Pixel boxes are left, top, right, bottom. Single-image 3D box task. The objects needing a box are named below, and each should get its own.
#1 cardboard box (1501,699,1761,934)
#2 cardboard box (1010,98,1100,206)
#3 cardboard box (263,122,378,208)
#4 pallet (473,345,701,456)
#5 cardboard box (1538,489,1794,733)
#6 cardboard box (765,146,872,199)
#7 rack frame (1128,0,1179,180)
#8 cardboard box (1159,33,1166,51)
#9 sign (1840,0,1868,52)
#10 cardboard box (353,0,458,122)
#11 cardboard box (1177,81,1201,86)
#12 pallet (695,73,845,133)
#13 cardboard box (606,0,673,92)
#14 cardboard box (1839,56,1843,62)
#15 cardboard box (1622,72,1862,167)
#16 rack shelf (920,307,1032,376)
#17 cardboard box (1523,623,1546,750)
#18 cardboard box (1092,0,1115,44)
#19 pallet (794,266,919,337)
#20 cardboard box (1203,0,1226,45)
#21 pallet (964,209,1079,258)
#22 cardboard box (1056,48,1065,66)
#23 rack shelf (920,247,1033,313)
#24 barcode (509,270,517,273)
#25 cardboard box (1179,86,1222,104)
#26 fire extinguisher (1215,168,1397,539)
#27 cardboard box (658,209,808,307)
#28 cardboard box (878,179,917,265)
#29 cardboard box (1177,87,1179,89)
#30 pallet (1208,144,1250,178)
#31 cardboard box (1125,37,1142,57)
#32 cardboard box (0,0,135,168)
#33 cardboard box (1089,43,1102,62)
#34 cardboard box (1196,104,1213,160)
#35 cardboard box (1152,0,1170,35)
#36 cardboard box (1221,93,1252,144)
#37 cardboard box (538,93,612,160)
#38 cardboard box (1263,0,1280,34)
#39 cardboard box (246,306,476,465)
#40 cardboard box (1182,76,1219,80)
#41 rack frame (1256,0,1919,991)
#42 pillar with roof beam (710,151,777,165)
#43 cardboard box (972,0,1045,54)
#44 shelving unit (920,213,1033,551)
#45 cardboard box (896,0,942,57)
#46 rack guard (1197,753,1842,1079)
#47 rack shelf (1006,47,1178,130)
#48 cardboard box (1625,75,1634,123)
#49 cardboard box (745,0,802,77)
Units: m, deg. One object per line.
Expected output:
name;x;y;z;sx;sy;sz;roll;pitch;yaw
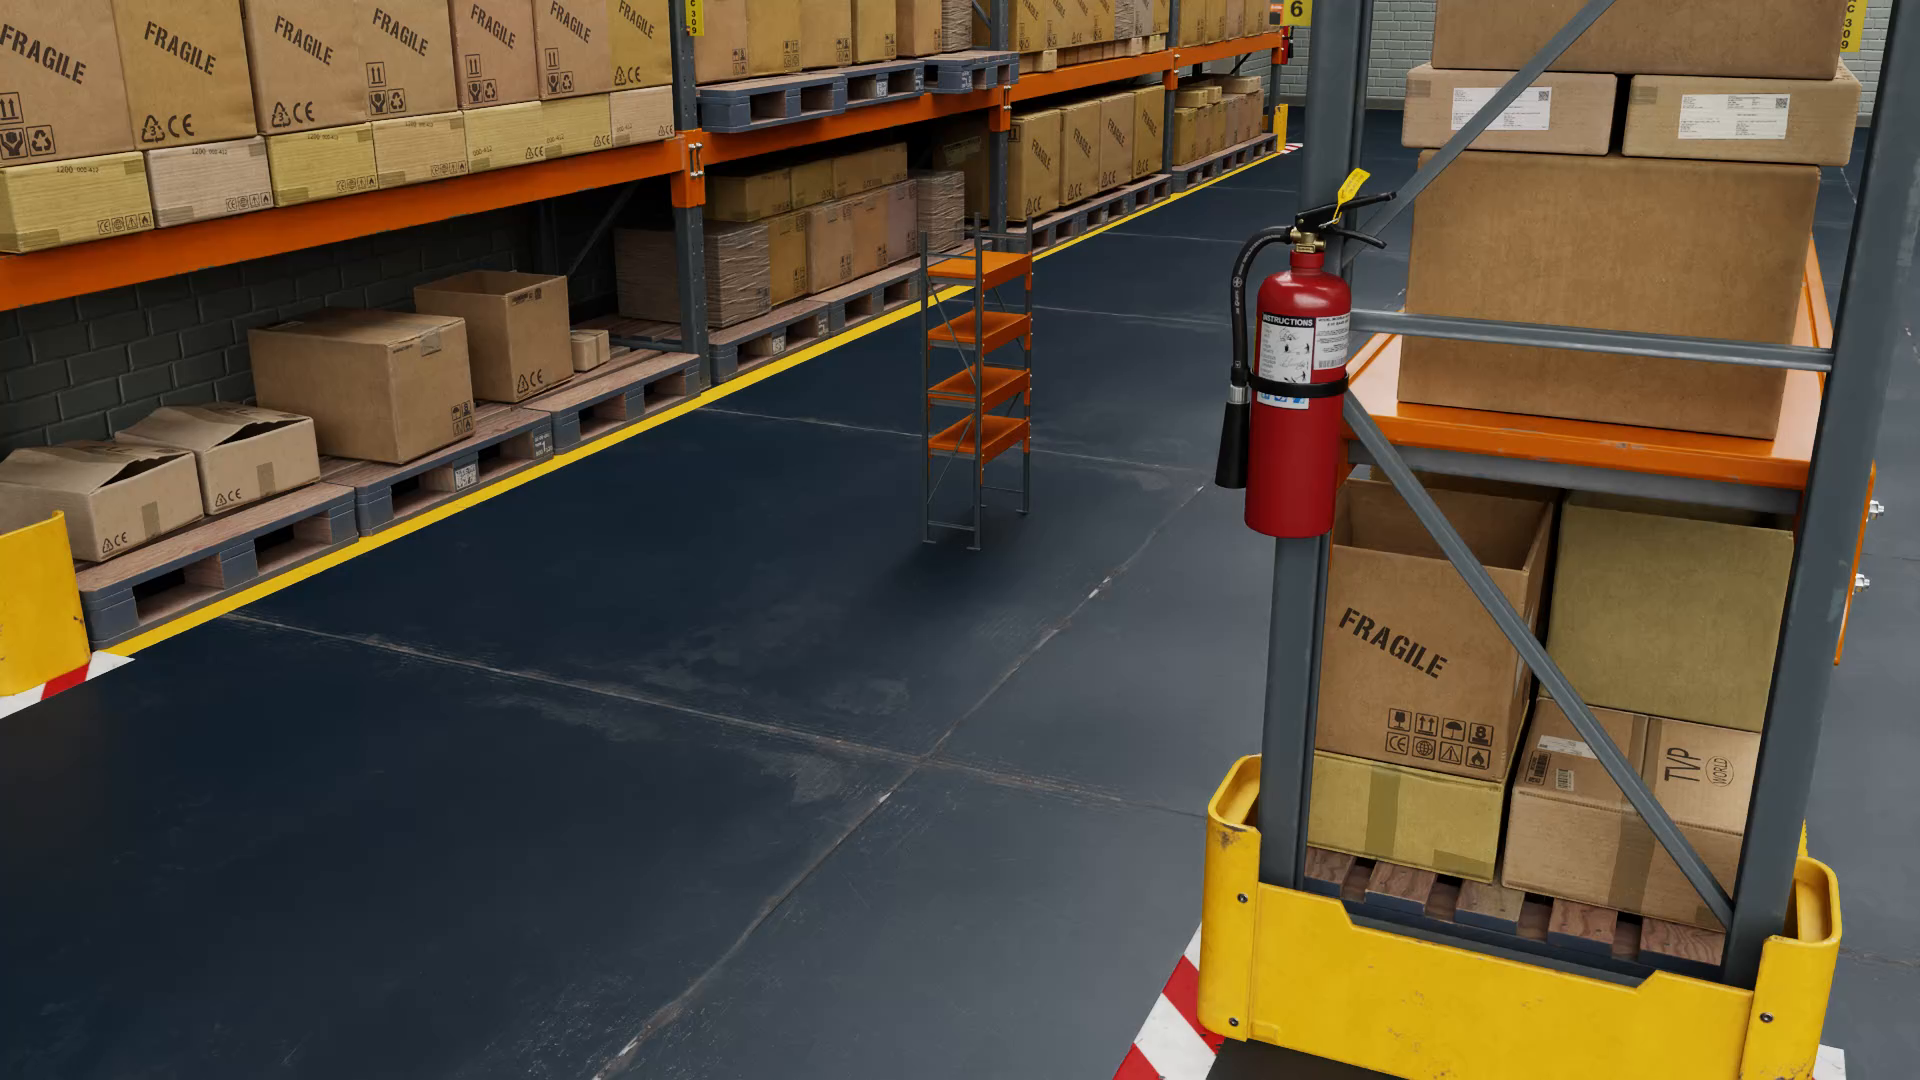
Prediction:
cardboard box;1.525;0.610;3.755;0.500;0.250;0.500;9;21;23
cardboard box;0.643;-3.137;13.396;0.750;0.750;0.750;8;21;22
cardboard box;-2.515;-1.393;6.104;0.500;0.250;0.500;8;21;22
pallet;-2.023;-0.732;8.212;1.003;0.211;1.213;9;21;23
cardboard box;1.728;0.103;4.060;0.500;0.500;0.500;9;21;23
cardboard box;-0.887;-2.311;10.445;0.500;0.250;0.500;8;21;22
rack frame;1.495;-4.702;15.212;1.000;3.000;0.127;9;21;23
cardboard box;1.615;-4.450;14.851;0.380;0.149;0.250;9;21;23
sign;3.247;-1.947;6.057;0.100;0.325;0.005;9;21;23
cardboard box;-2.320;-1.896;6.399;0.500;0.500;0.500;9;22;24
cardboard box;2.289;-4.700;17.344;0.380;0.149;0.250;9;21;23
pallet;-1.335;-2.379;8.969;1.003;0.211;1.213;9;21;23
cardboard box;-1.692;-2.361;7.706;0.500;0.500;0.500;8;21;23
cardboard box;1.774;-1.032;3.776;0.380;0.149;0.250;8;21;22
cardboard box;1.459;-0.798;3.118;0.380;0.149;0.250;8;21;22
rack shelf;0.068;-0.763;6.358;0.258;0.148;0.480;9;21;23
cardboard box;1.246;0.384;4.389;0.500;0.250;0.500;9;21;23
cardboard box;0.923;-4.259;13.346;0.500;0.500;0.500;9;22;24
pallet;-0.965;-1.555;10.525;1.003;0.211;1.213;9;21;23
cardboard box;2.036;-5.229;16.247;0.980;0.700;0.700;8;21;21
pallet;0.249;-2.396;12.890;1.003;0.211;1.213;9;21;23
cardboard box;0.590;-3.758;12.906;0.380;0.149;0.250;9;21;24
rack shelf;0.068;-0.986;6.278;0.258;0.148;0.480;9;21;23
barcode;-2.221;-1.304;8.256;0.001;0.075;0.075;9;21;23
cardboard box;2.415;-4.481;16.728;0.380;0.149;0.250;8;21;21
fire extinguisher;0.630;-0.346;3.080;0.296;0.674;0.183;9;21;23
cardboard box;-1.329;-1.678;9.784;0.700;0.500;0.500;8;21;22
cardboard box;-0.707;-2.140;11.082;0.700;0.500;0.500;9;21;23
cardboard box;1.976;-4.467;16.688;0.380;0.149;0.250;8;21;21
pallet;2.376;-3.984;17.355;1.003;0.211;1.213;9;21;23
cardboard box;1.332;-4.208;14.170;0.380;0.149;0.250;9;21;23
cardboard box;-2.949;-1.430;5.088;0.500;0.500;0.500;9;21;23
cardboard box;0.936;-3.988;13.552;0.380;0.149;0.250;9;22;24
cardboard box;2.104;-4.089;16.595;0.700;0.500;0.500;8;21;22
cardboard box;1.536;-4.723;14.648;0.500;0.500;0.500;8;21;22
cardboard box;2.733;-4.564;17.929;0.700;0.500;0.500;8;21;23
cardboard box;-1.910;-1.857;7.408;0.500;0.250;0.500;9;21;23
cardboard box;2.934;-5.908;18.158;0.980;0.700;0.700;10;22;25
cardboard box;-2.474;-0.654;6.904;0.700;0.500;0.500;7;21;19
cardboard box;2.600;-4.933;17.999;0.380;0.149;0.250;9;21;23
rack frame;1.102;-0.355;2.989;1.000;3.000;0.127;9;21;23
pillar with roof beam;2.463;-5.436;8.324;9.100;9.000;0.400;9;21;23
cardboard box;0.290;-3.789;12.023;0.500;0.500;0.500;9;22;24
shelving unit;0.068;-0.616;6.410;0.258;1.200;0.503;9;21;23
cardboard box;-0.530;-3.414;10.785;0.700;0.500;0.500;6;21;18
rack guard;1.092;0.830;3.388;1.175;0.500;0.348;9;21;23
rack shelf;0.676;-3.751;13.614;1.077;0.370;4.000;9;21;23
cardboard box;1.295;-1.009;3.711;0.380;0.149;0.250;8;21;22
cardboard box;-1.306;-2.831;9.147;0.700;0.500;0.500;11;22;28
